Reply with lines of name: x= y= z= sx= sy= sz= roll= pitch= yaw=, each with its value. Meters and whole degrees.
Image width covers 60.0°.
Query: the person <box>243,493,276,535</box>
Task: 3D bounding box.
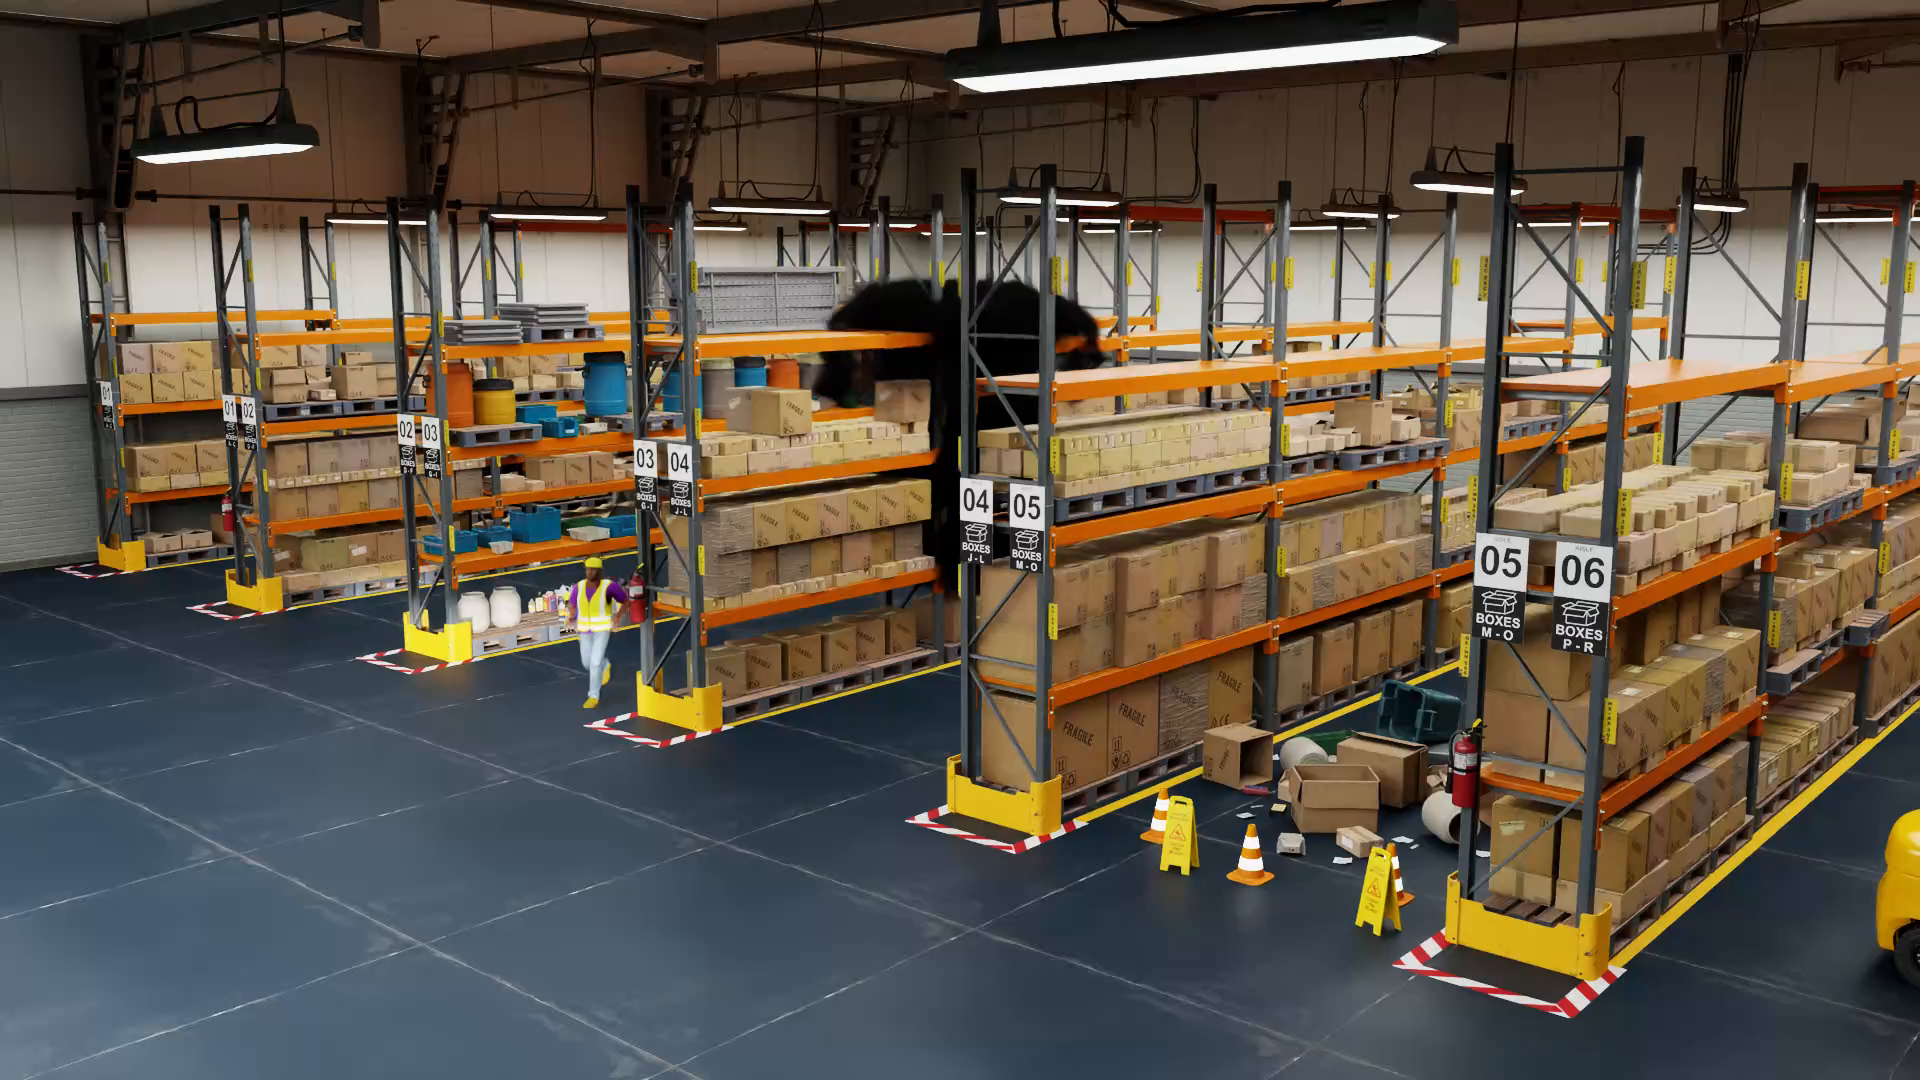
person: x=-11.319 y=-0.224 z=27.241 sx=0.589 sy=1.831 sz=0.835 roll=5 pitch=11 yaw=28

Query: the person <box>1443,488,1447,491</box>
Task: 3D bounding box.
person: x=8.108 y=-0.106 z=27.322 sx=0.862 sy=1.545 sz=0.685 roll=-9 pitch=13 yaw=-44

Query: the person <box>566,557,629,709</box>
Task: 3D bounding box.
person: x=-4.296 y=1.063 z=19.686 sx=0.708 sy=1.749 sz=0.828 roll=2 pitch=10 yaw=12

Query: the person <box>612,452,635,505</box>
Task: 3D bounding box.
person: x=-6.445 y=-0.942 z=32.249 sx=0.655 sy=1.628 sz=0.980 roll=9 pitch=13 yaw=42
